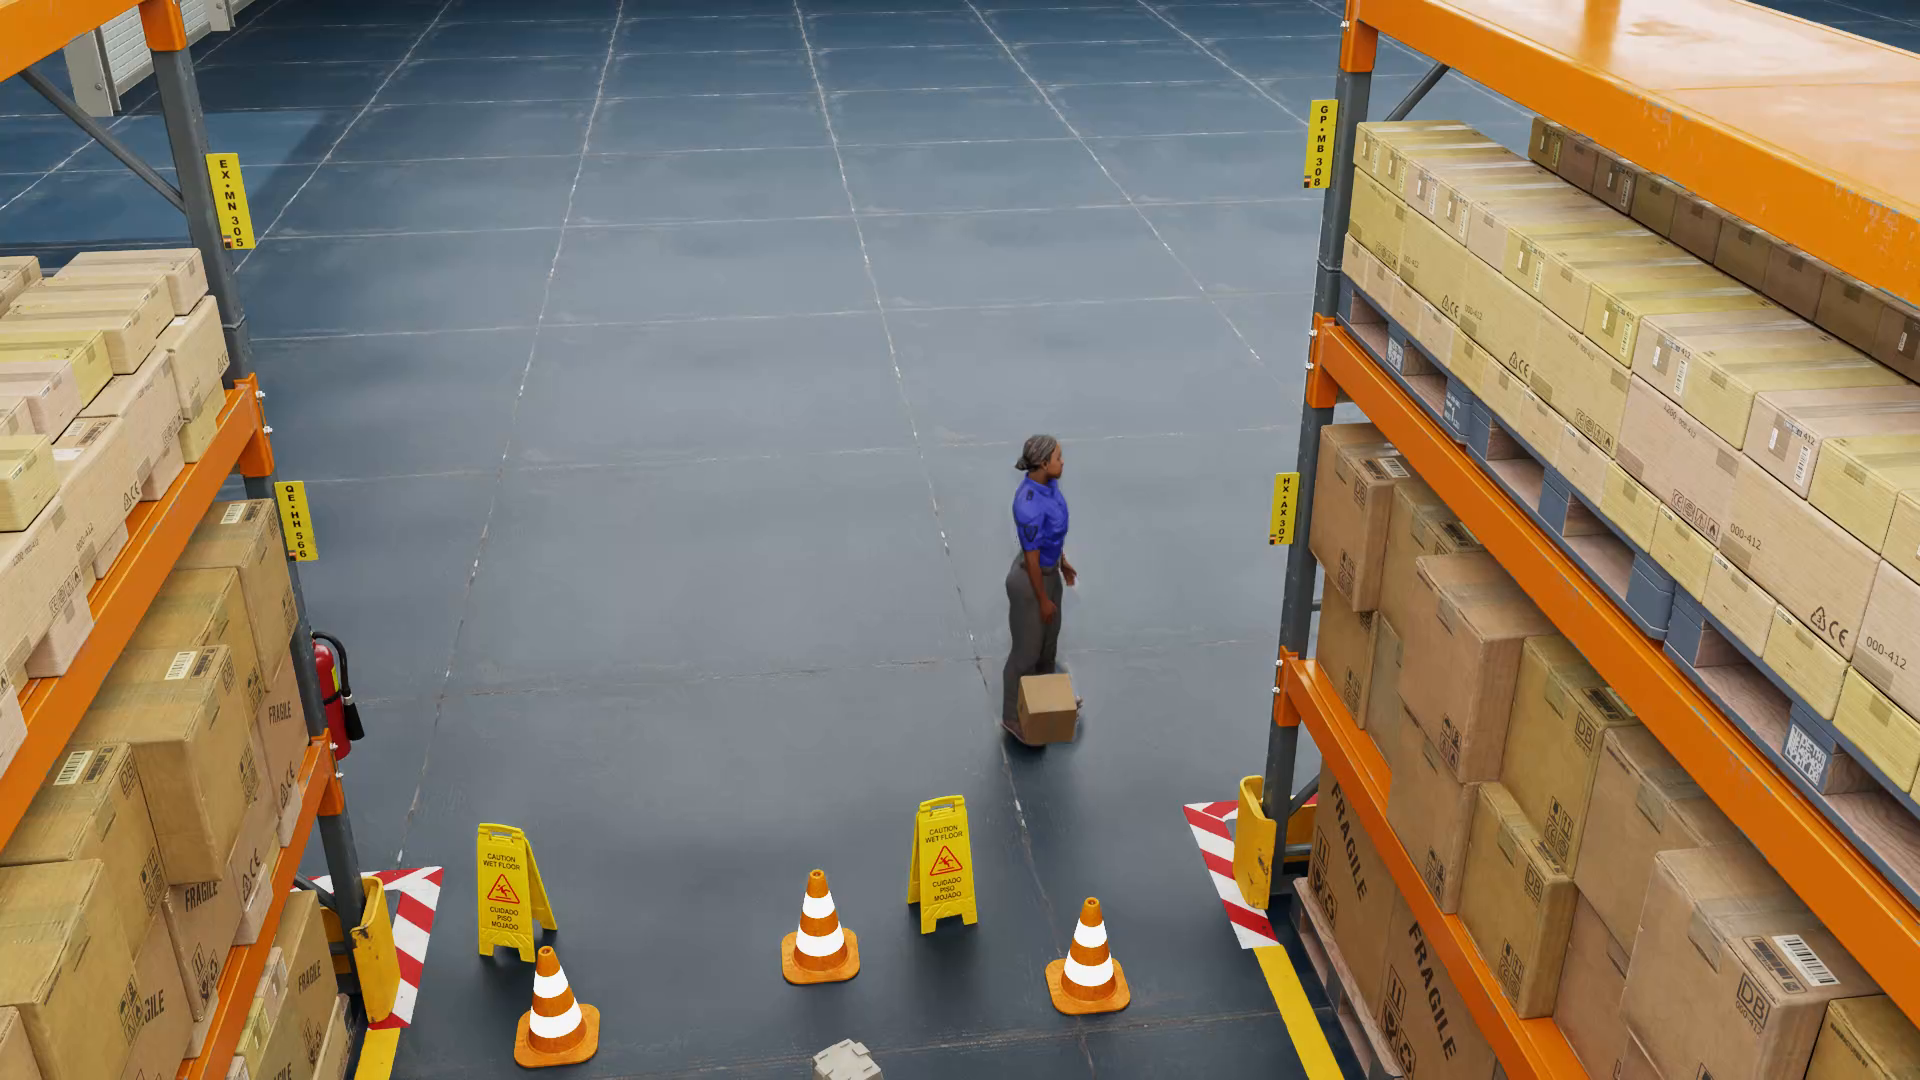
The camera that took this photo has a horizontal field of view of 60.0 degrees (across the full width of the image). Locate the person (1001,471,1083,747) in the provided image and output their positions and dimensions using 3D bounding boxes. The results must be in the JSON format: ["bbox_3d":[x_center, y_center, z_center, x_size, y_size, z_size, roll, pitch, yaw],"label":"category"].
[{"bbox_3d":[0.437,0.332,8.620,0.403,1.465,0.506,6,28,12],"label":"person"}]
